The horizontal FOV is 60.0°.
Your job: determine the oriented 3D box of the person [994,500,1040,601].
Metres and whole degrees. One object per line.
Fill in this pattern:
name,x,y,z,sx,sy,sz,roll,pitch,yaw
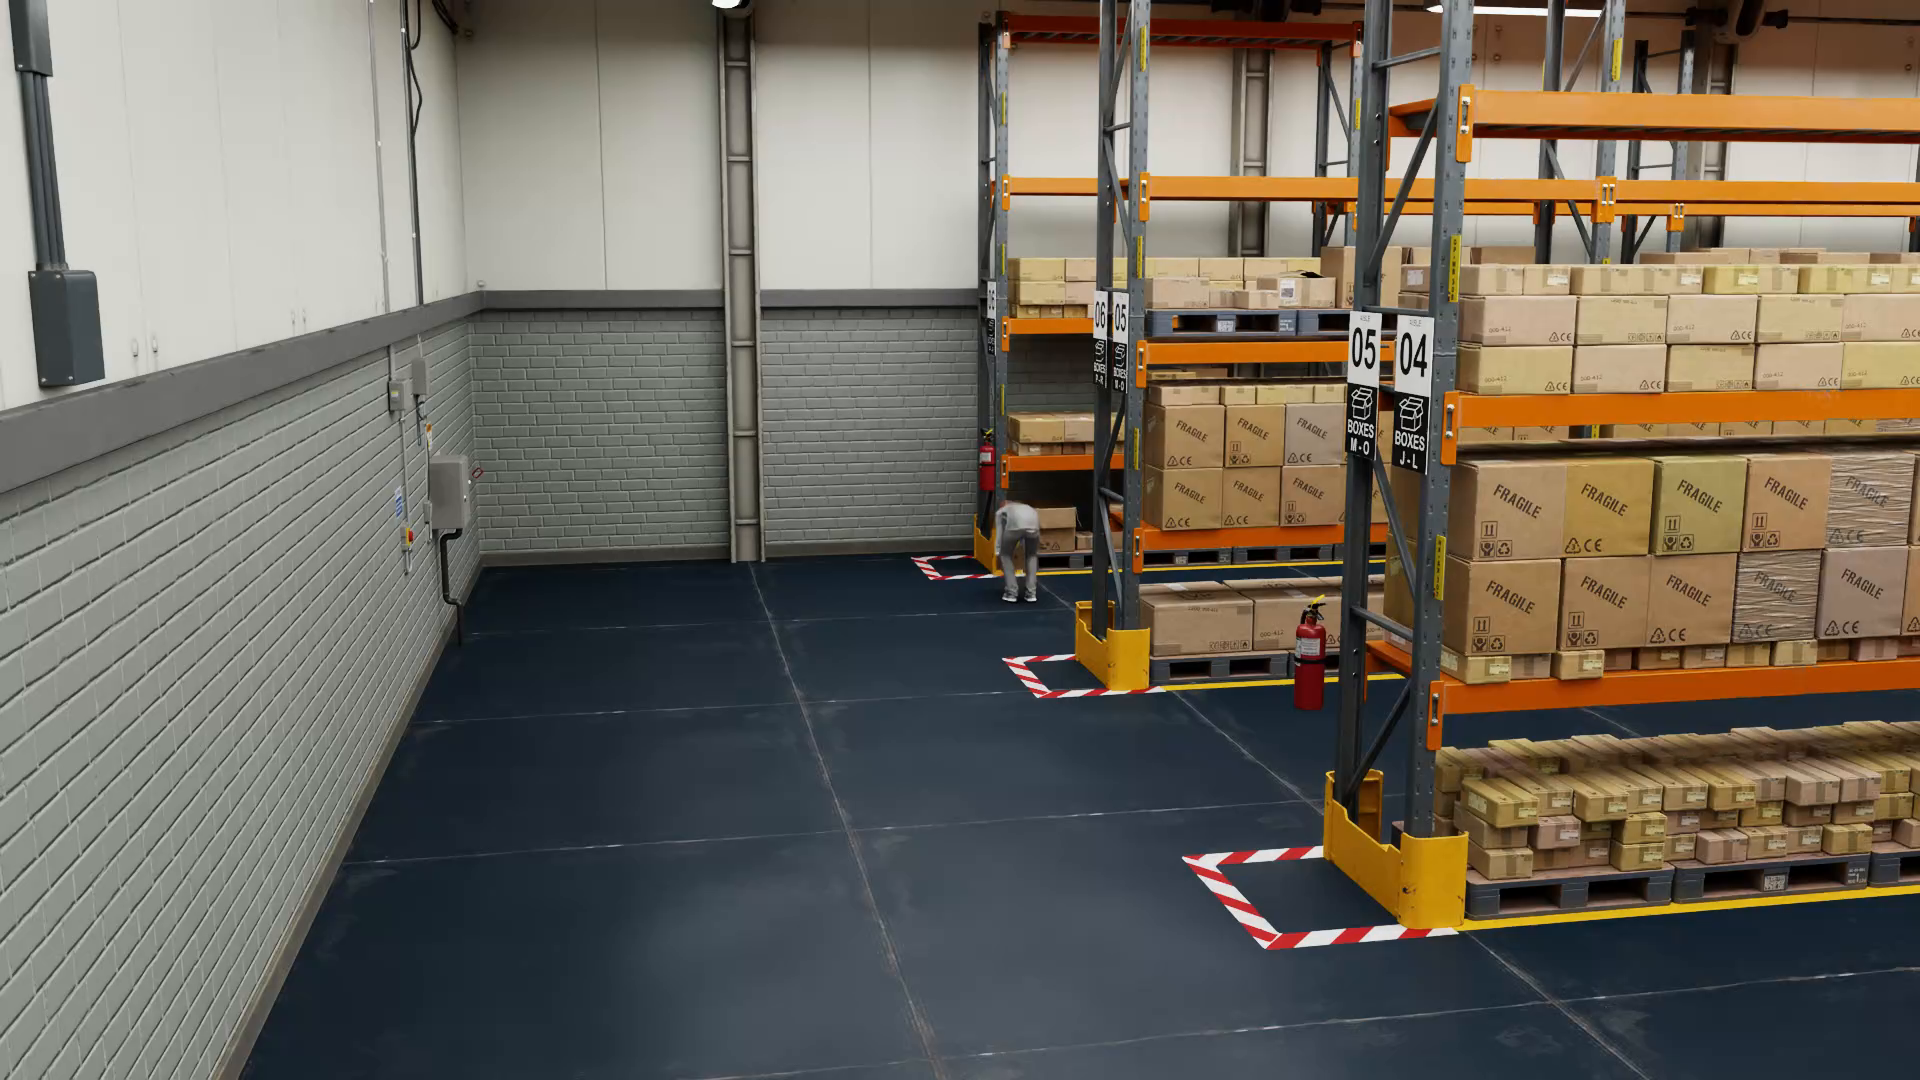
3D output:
person,0.571,0.101,17.092,0.391,1.001,0.871,-2,10,-13
